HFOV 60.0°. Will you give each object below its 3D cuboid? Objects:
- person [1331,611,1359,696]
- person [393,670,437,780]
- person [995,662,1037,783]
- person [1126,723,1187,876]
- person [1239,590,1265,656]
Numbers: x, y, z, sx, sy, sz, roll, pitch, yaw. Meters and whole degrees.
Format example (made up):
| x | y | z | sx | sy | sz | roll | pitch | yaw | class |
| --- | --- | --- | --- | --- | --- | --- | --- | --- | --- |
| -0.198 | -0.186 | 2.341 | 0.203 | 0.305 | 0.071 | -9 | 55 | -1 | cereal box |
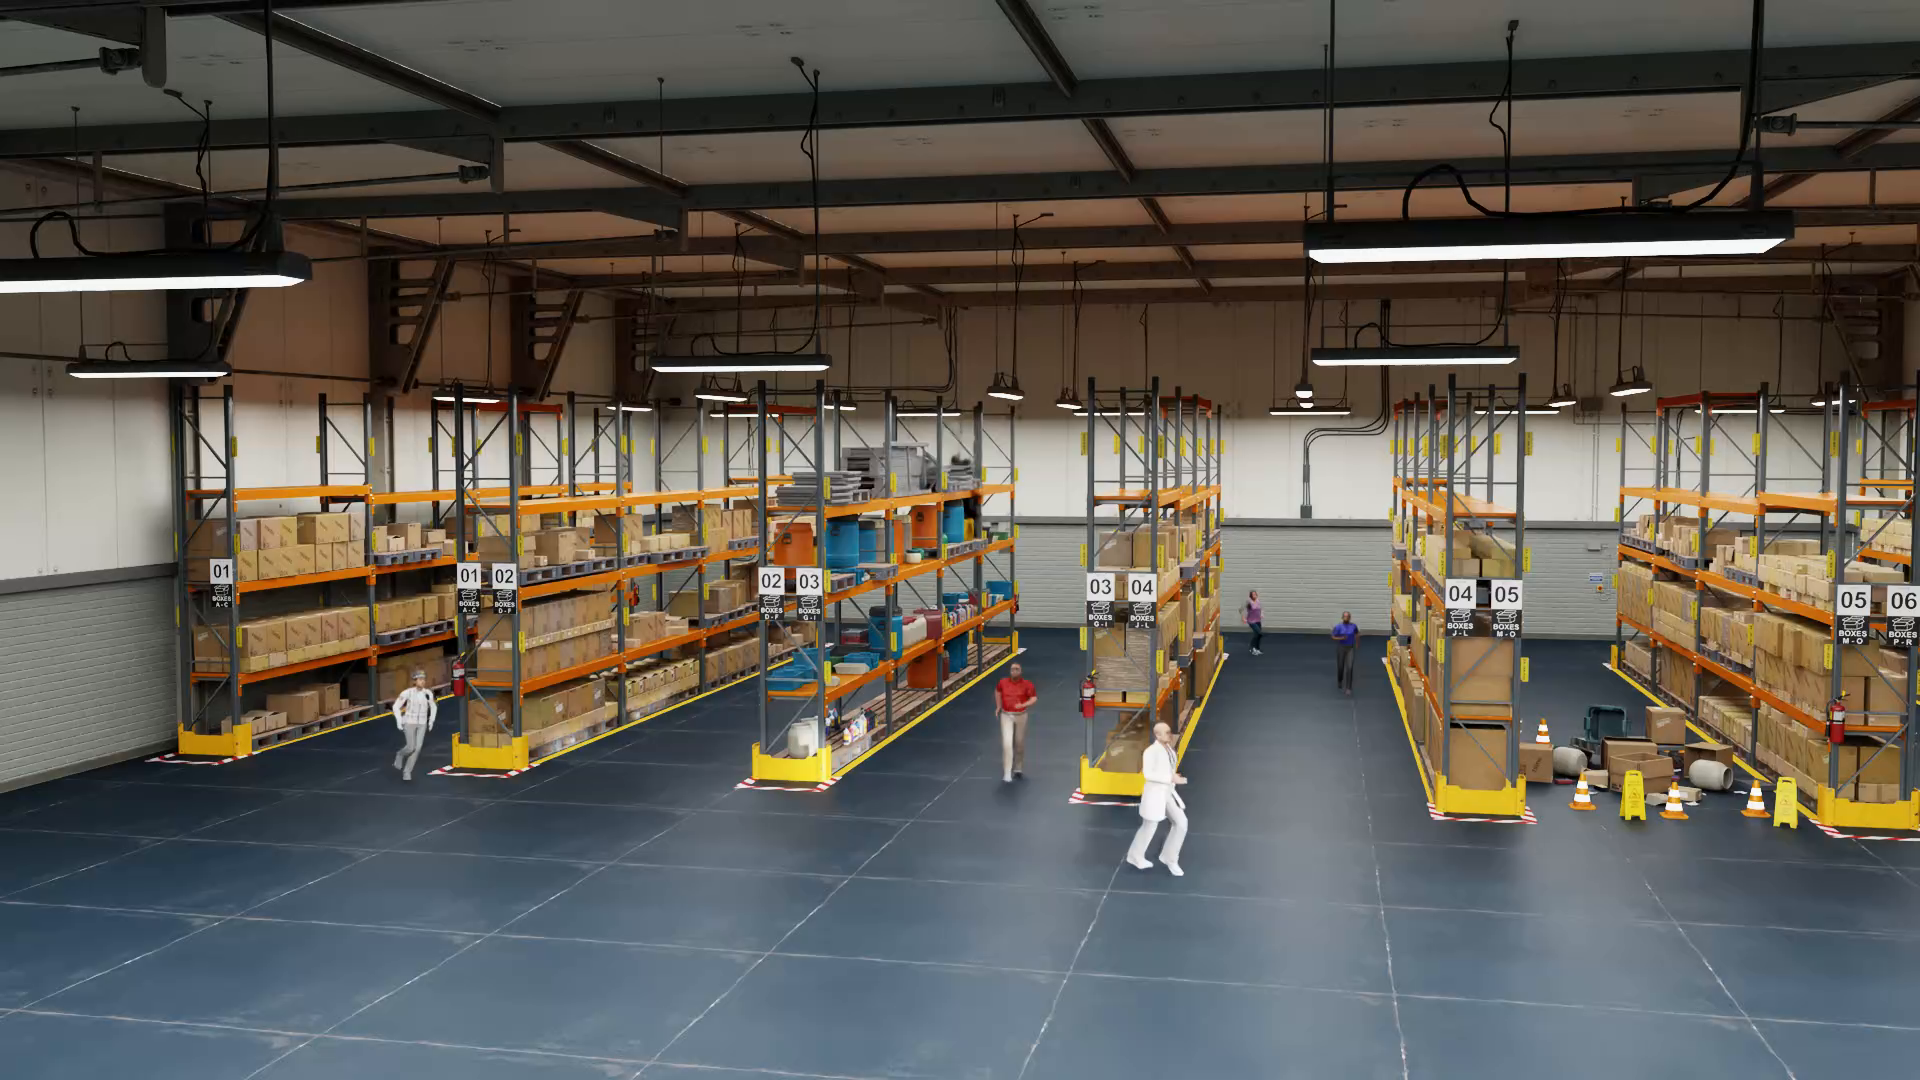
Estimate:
| x | y | z | sx | sy | sz | roll | pitch | yaw | class |
| --- | --- | --- | --- | --- | --- | --- | --- | --- | --- |
| 7.814 | 2.267 | 33.717 | 0.587 | 1.665 | 0.898 | 0 | 3 | 6 | person |
| -8.225 | 2.781 | 25.186 | 0.651 | 1.622 | 0.521 | -2 | 4 | -36 | person |
| 0.841 | 2.776 | 25.171 | 0.651 | 1.712 | 0.807 | 0 | 3 | 5 | person |
| 2.326 | 3.033 | 19.442 | 0.647 | 1.819 | 0.874 | -3 | 5 | -45 | person |
| 7.015 | 1.990 | 39.799 | 0.607 | 1.595 | 0.592 | -2 | 4 | -35 | person |
